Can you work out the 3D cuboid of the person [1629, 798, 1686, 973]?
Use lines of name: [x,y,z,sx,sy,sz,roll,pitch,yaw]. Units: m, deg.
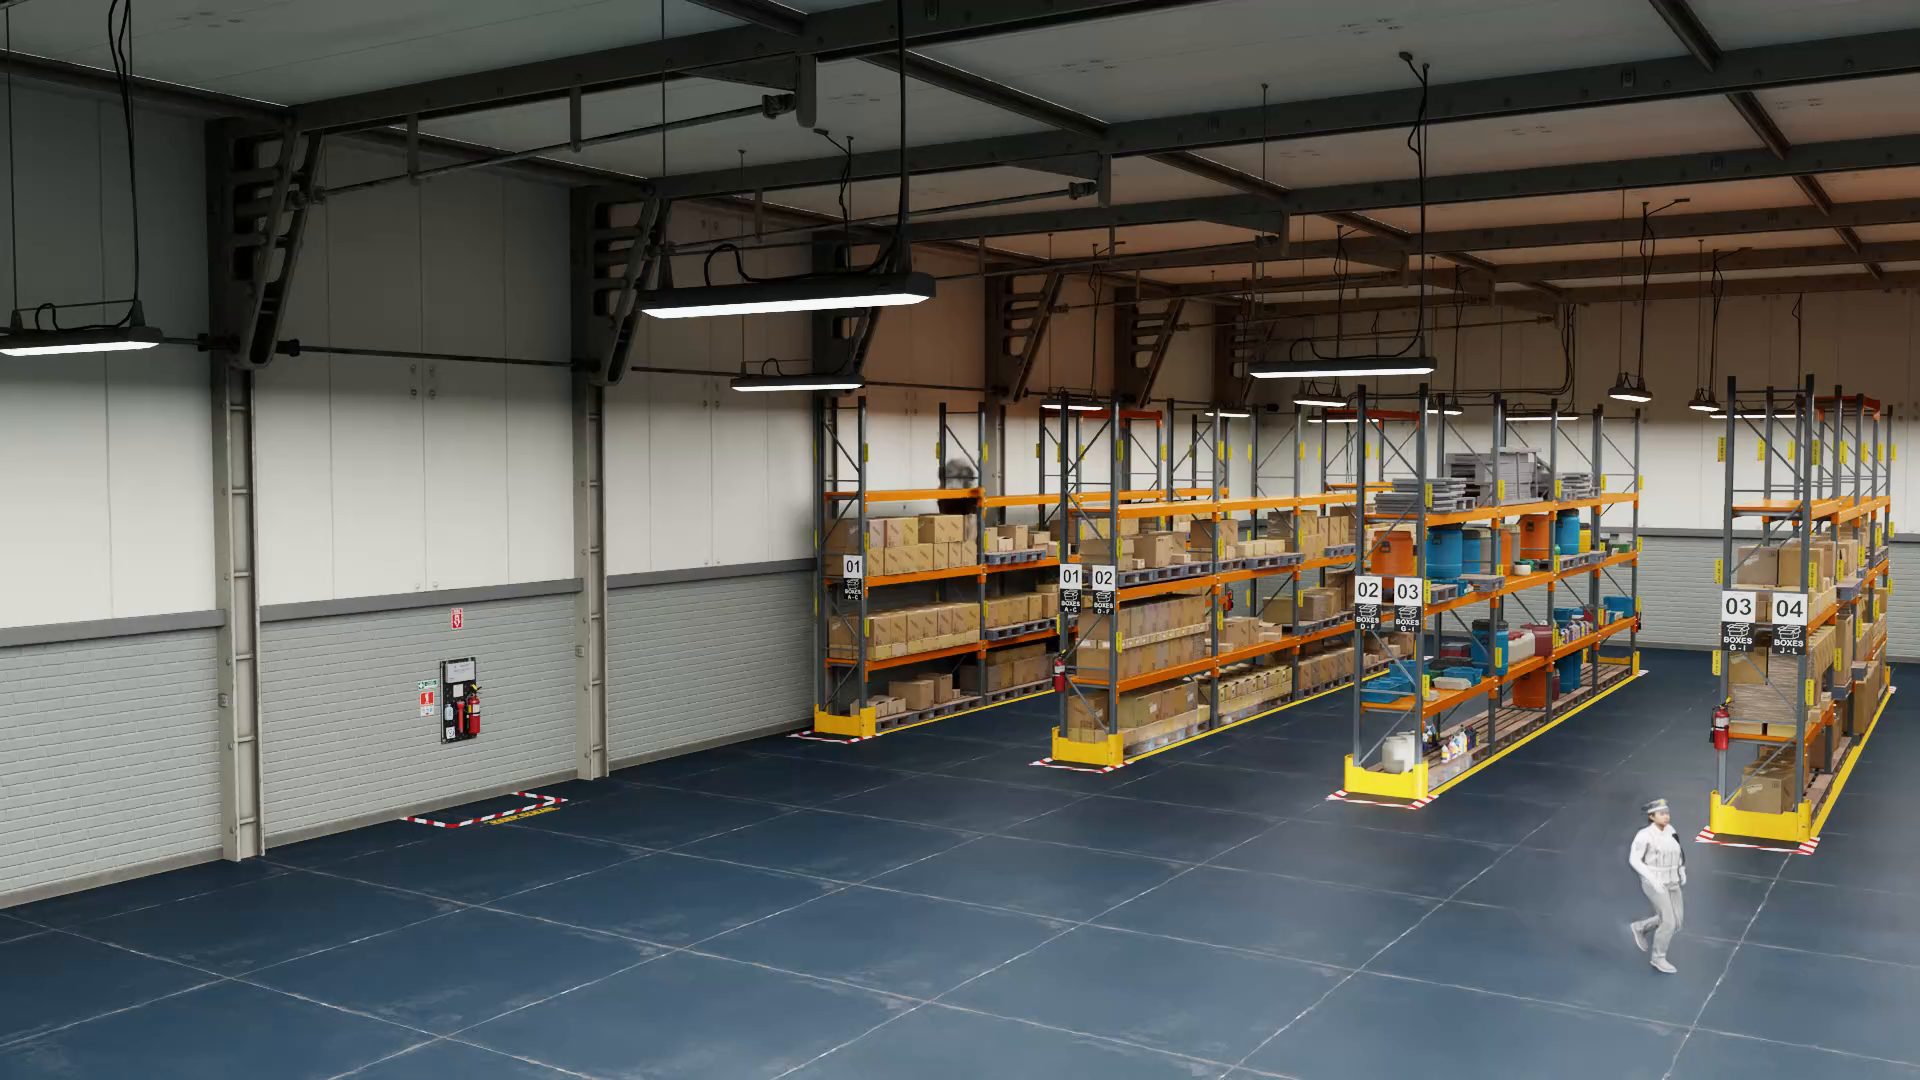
person: [6.783,3.329,16.190,0.616,1.673,0.497,-2,3,-27]
